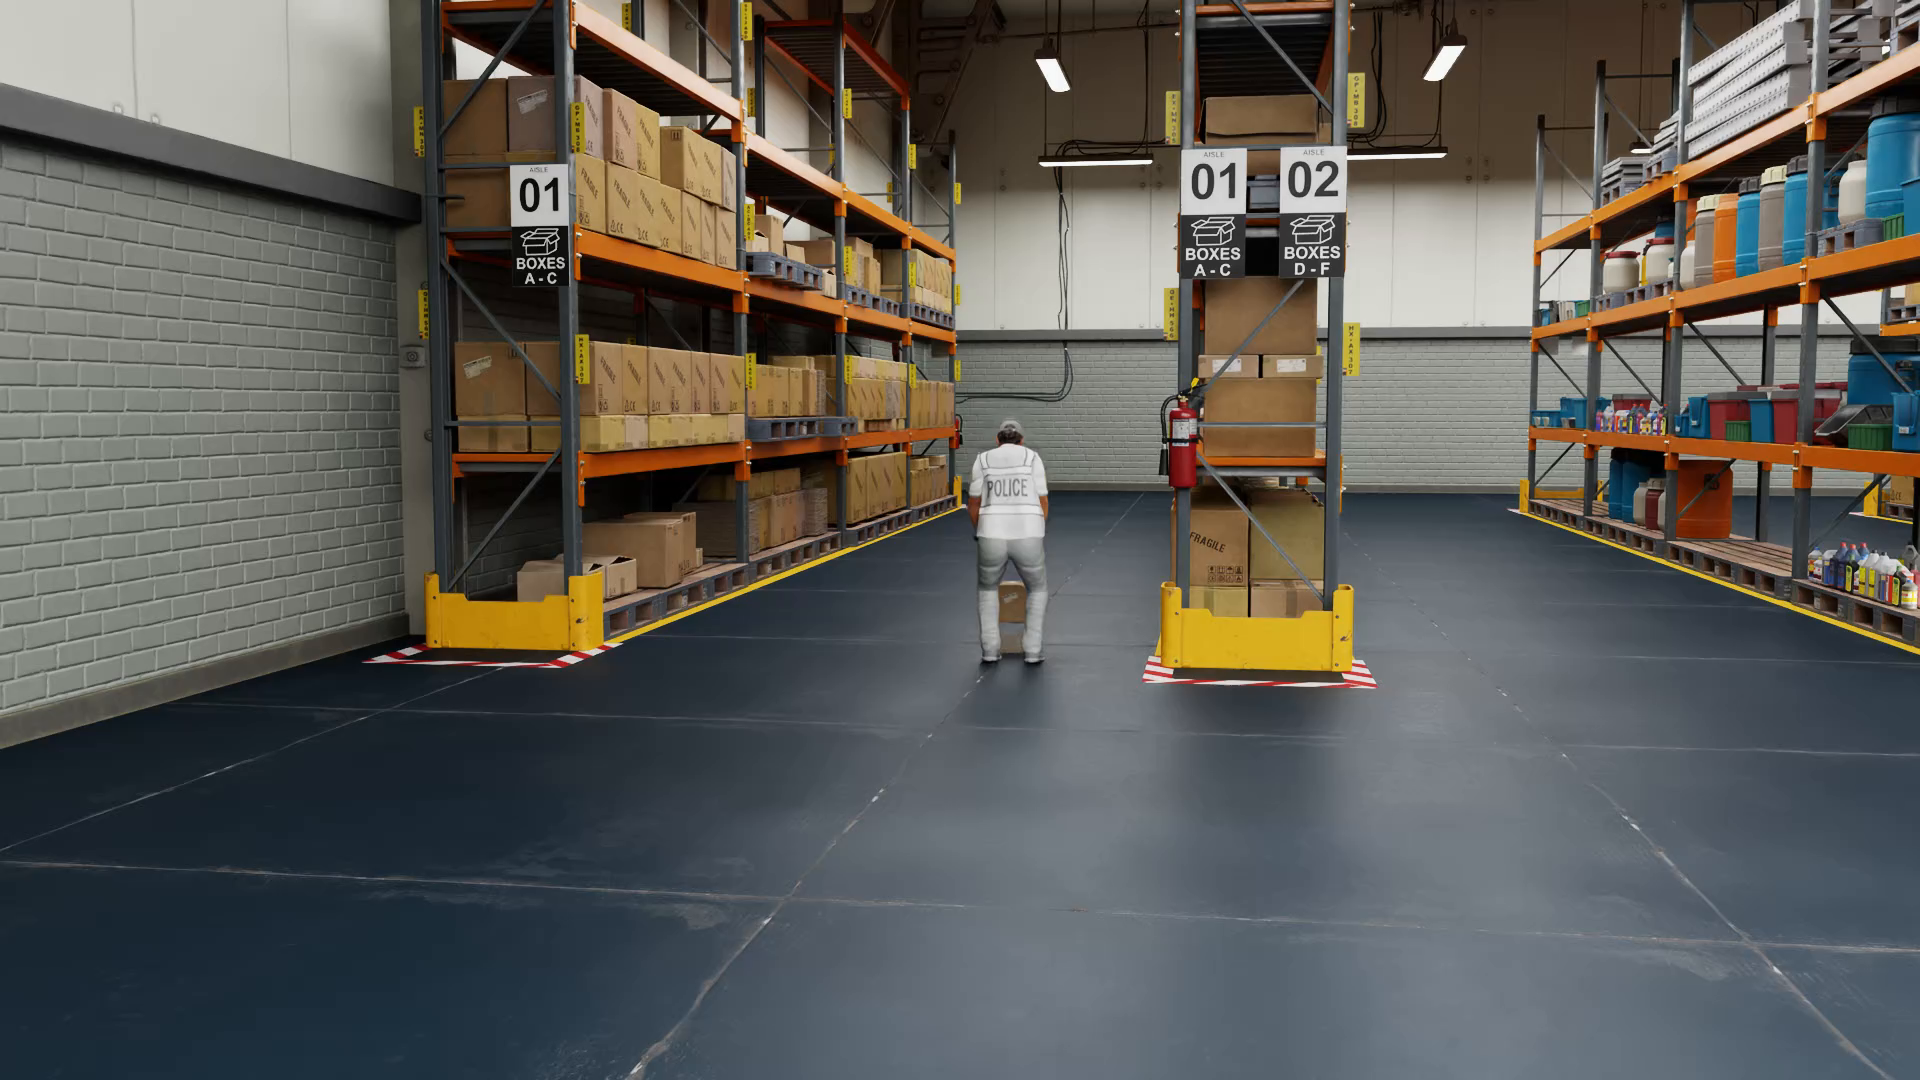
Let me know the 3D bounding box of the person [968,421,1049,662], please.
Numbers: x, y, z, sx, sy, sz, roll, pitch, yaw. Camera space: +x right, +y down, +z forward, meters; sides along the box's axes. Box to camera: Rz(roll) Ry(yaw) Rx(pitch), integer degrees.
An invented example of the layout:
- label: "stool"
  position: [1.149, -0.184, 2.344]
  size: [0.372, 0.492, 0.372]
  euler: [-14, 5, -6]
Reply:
- label: "person"
  position: [0.307, 0.010, 10.622]
  size: [0.519, 1.541, 0.539]
  euler: [1, 5, 10]
